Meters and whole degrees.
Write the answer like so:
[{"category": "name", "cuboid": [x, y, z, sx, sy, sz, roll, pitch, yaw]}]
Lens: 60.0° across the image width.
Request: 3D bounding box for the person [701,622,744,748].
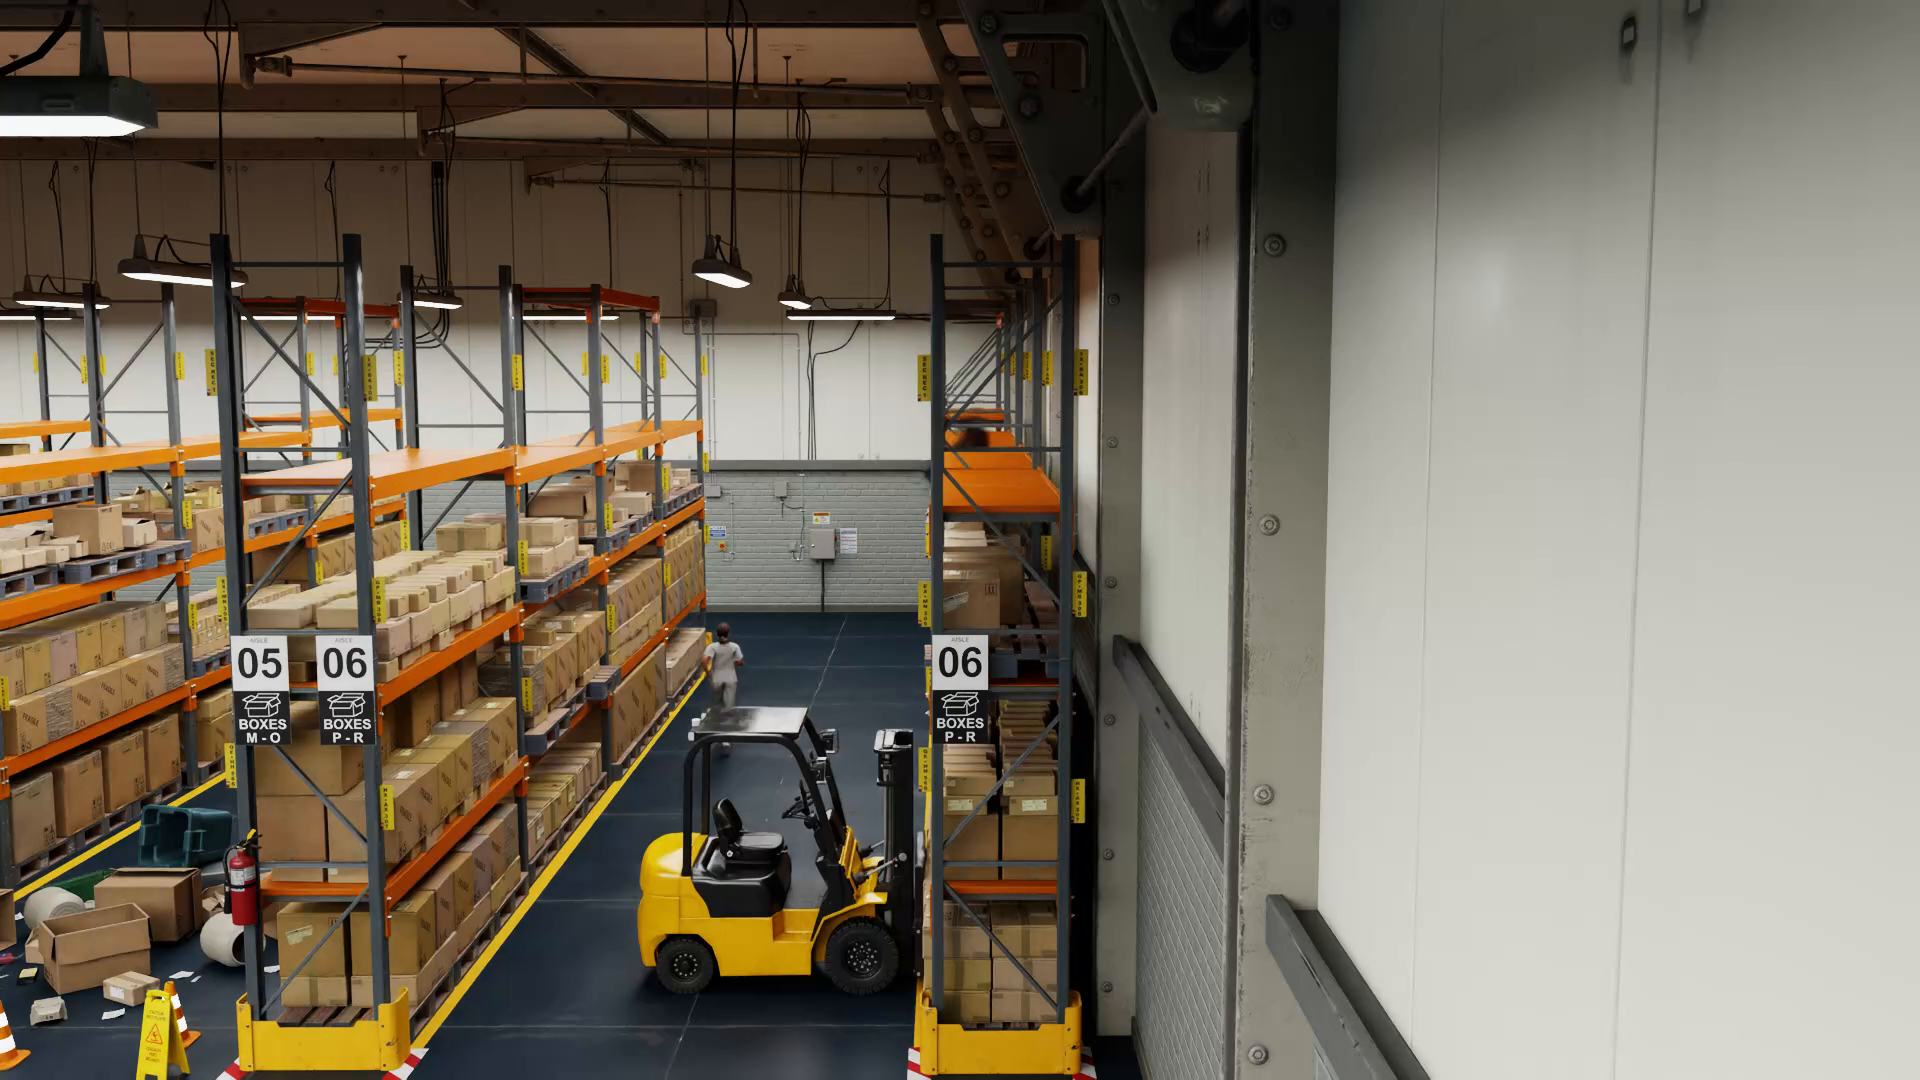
[{"category": "person", "cuboid": [-3.100, 1.934, 21.772, 0.549, 1.695, 0.728, -1, 6, -6]}]
